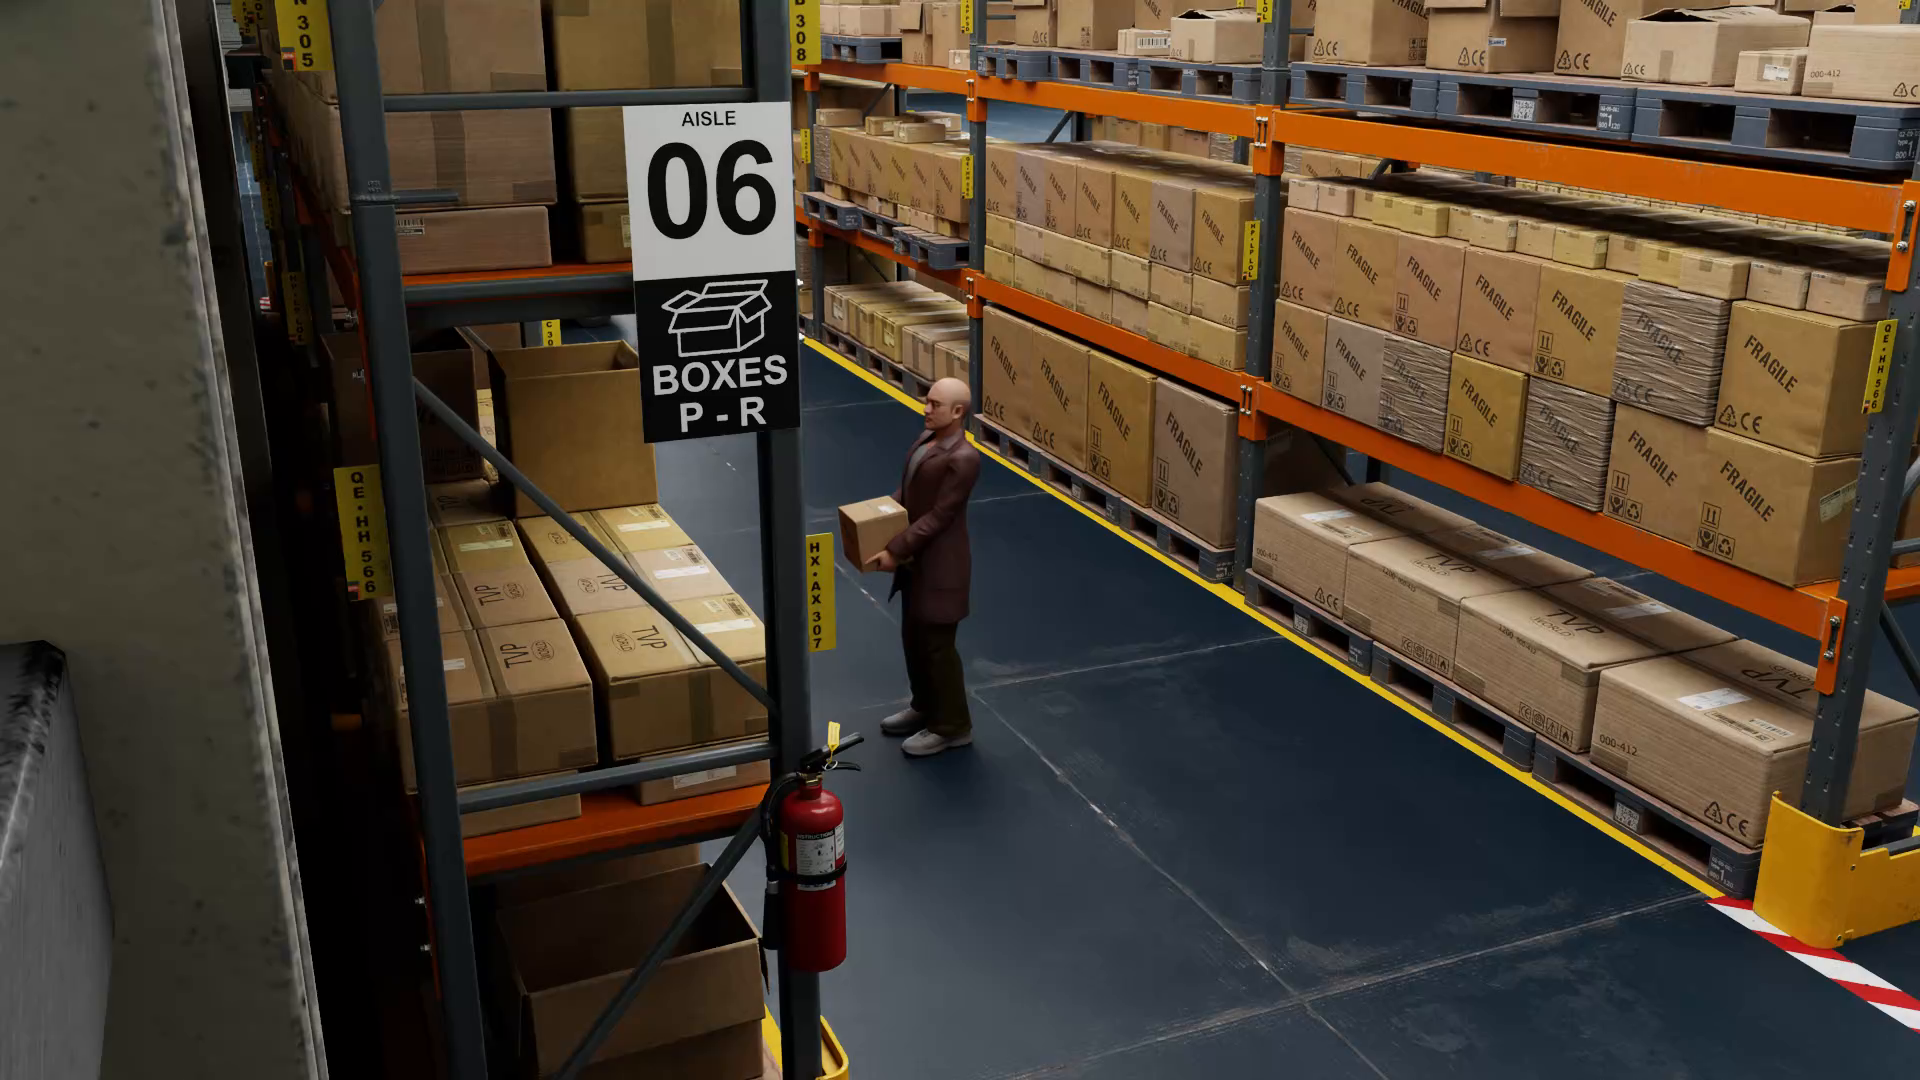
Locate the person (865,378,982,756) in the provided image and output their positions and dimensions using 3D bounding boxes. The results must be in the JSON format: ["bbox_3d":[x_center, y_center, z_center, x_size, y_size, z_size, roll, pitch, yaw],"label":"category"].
[{"bbox_3d":[-0.215,0.127,7.716,0.563,1.770,0.530,-7,20,-21],"label":"person"}]
